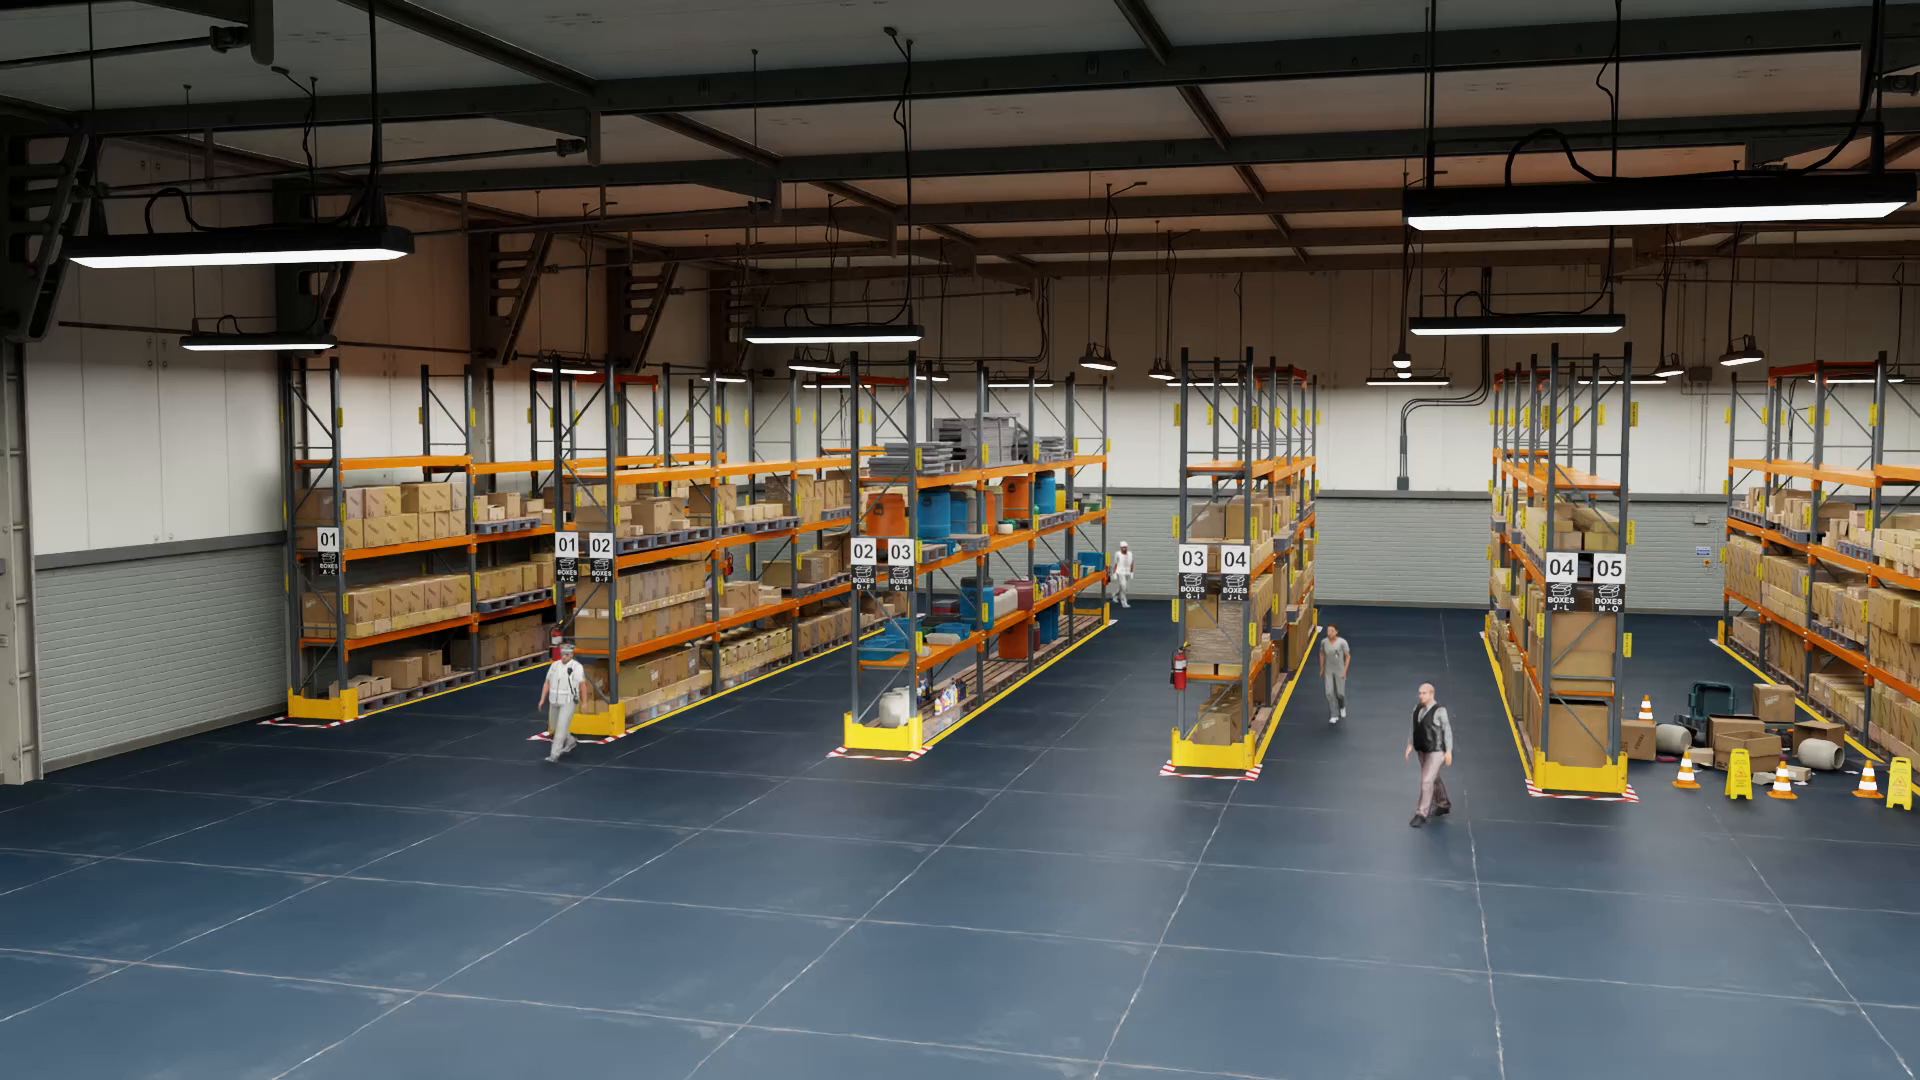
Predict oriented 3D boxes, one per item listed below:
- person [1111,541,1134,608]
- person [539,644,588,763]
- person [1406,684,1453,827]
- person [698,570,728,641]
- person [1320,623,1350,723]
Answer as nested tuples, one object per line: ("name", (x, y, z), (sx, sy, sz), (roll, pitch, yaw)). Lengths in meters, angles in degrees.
("person", (4.289, 0.895, 43.977), (0.537, 1.755, 0.915), (-3, 5, -37))
("person", (-5.816, 2.372, 24.293), (0.630, 1.709, 0.993), (1, 4, 13))
("person", (5.798, 2.629, 20.634), (0.863, 1.699, 0.562), (-2, 5, -24))
("person", (-5.518, 1.452, 37.205), (0.537, 1.585, 1.027), (1, 4, 15))
("person", (6.212, 2.168, 27.491), (0.501, 1.651, 0.608), (2, 5, 24))
